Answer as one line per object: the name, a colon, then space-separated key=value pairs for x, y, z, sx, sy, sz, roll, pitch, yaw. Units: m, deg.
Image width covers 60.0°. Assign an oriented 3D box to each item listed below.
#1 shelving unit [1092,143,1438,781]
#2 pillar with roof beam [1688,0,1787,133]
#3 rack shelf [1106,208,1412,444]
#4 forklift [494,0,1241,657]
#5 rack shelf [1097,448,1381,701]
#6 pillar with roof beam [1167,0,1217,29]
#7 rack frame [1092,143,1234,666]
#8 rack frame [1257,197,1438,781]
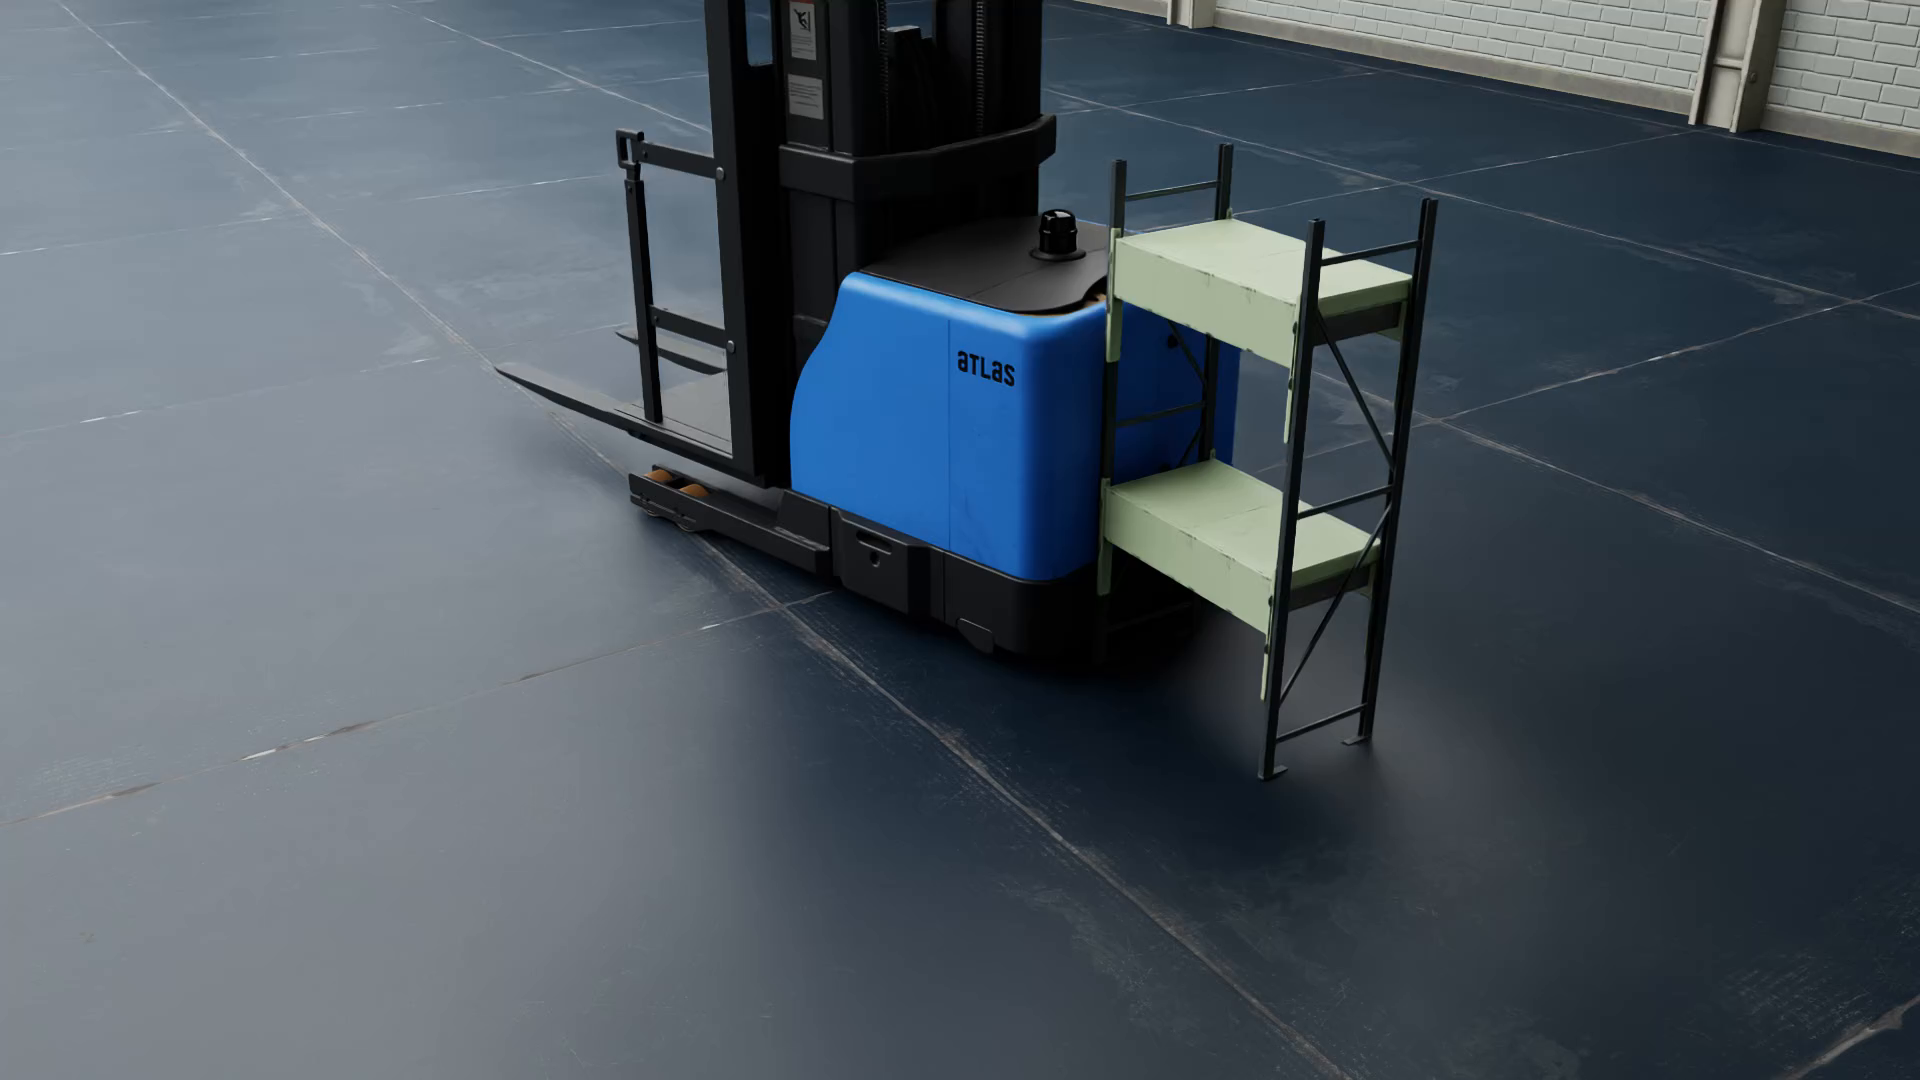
shelving unit: x=0.766 y=-0.222 z=4.463 sx=0.431 sy=1.500 sz=0.755 roll=-15 pitch=29 yaw=-29
pillar with roof beam: x=1.990 y=-6.099 z=8.129 sx=9.100 sy=9.000 sz=0.400 roll=-16 pitch=29 yaw=-30
rack shelf: x=0.766 y=-0.575 z=4.296 sx=0.431 sy=0.370 sz=0.720 roll=-15 pitch=29 yaw=-29
forklift: x=-0.538 y=-1.499 z=5.492 sx=3.031 sy=2.935 sz=1.130 roll=21 pitch=32 yaw=37
rack shelf: x=0.766 y=0.073 z=4.602 sx=0.431 sy=0.370 sz=0.720 roll=-15 pitch=29 yaw=-29
pillar with roof beam: x=-1.286 y=-8.245 z=12.675 sx=9.100 sy=9.000 sz=0.400 roll=-16 pitch=29 yaw=-30
rack frame: x=0.569 y=-0.353 z=4.742 sx=0.400 sy=1.500 sz=0.023 roll=-15 pitch=29 yaw=-29
rack frame: x=0.963 y=-0.090 z=4.184 sx=0.400 sy=1.500 sz=0.023 roll=-15 pitch=29 yaw=-29
